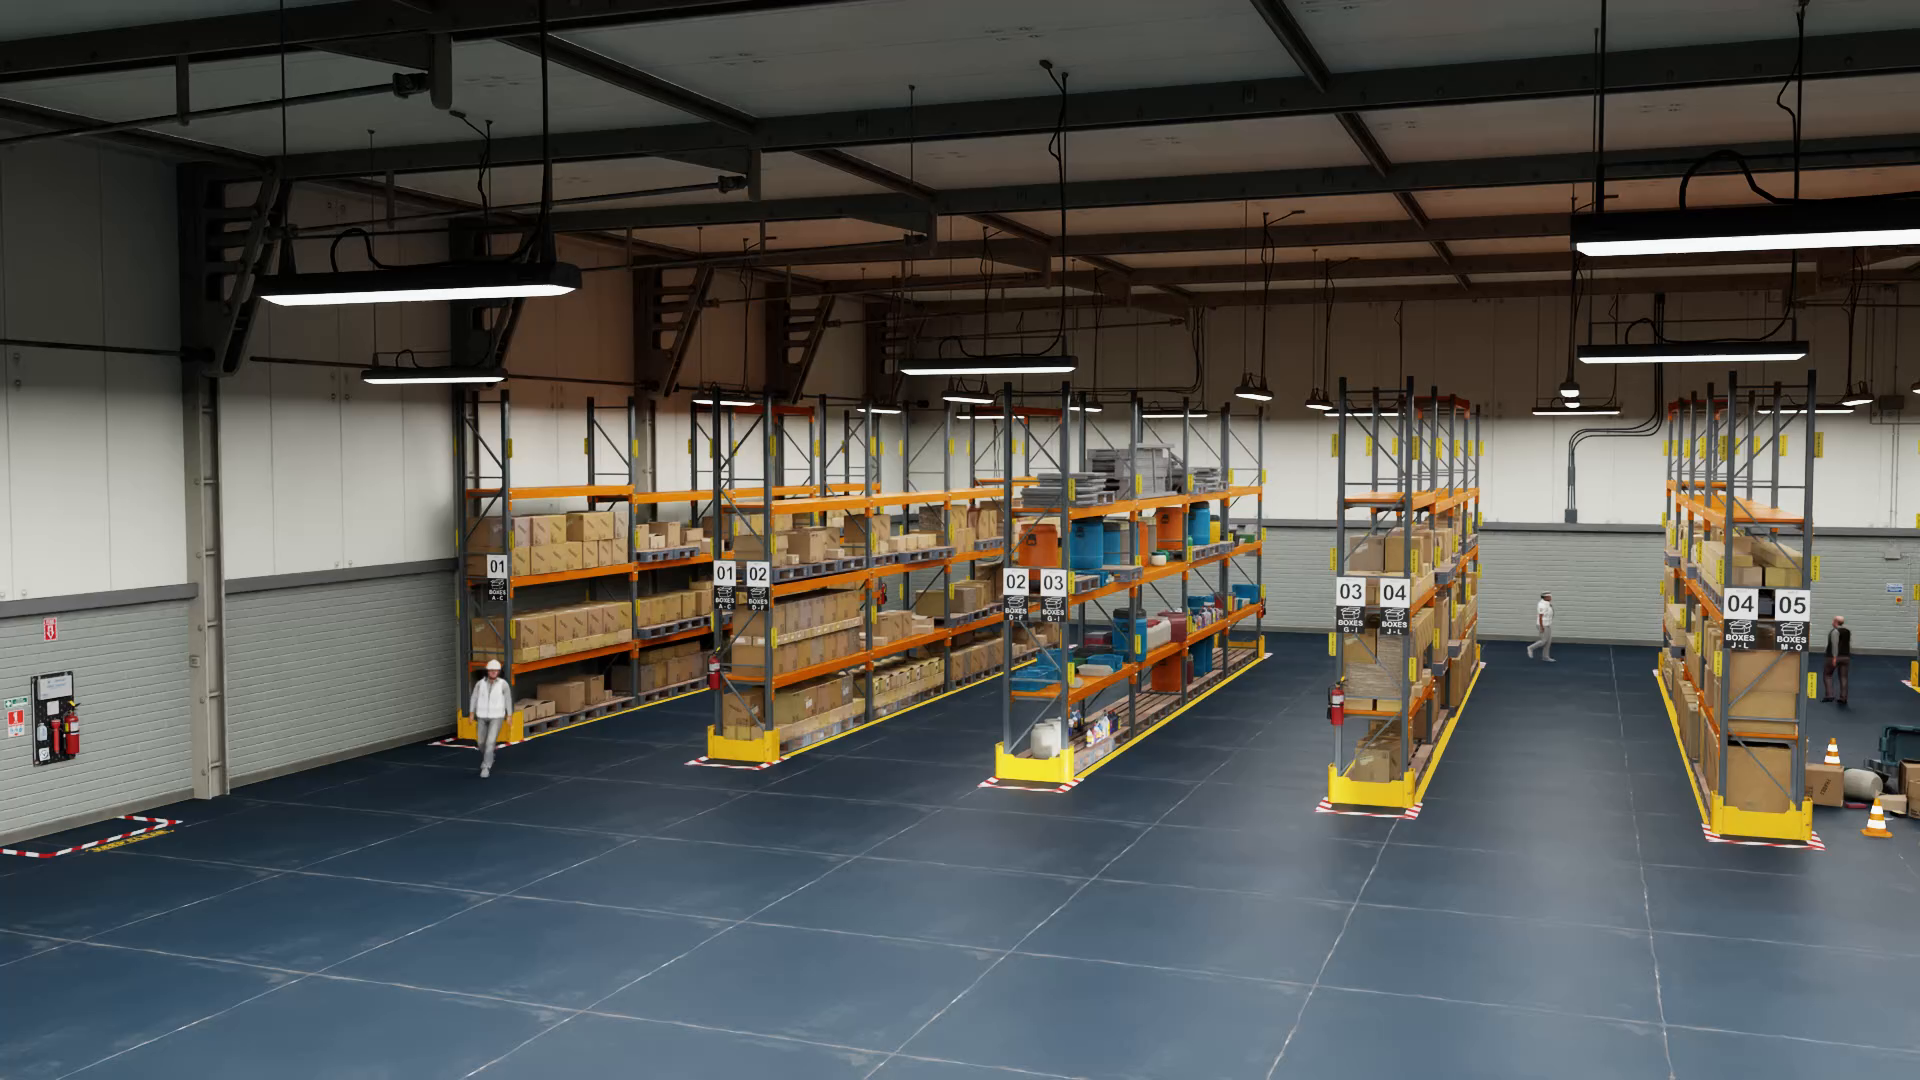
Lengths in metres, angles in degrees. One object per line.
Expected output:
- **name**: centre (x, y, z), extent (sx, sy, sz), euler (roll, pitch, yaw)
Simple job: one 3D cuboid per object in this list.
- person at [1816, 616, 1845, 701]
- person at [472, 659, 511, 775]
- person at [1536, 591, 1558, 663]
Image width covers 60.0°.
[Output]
- **person**: centre (17.277, 2.328, 33.039), extent (0.470, 1.649, 1.038), euler (0, 3, -1)
- **person**: centre (-7.233, 2.720, 25.676), extent (0.614, 1.750, 0.591), euler (-1, 3, -25)
- **person**: centre (13.710, 2.042, 38.901), extent (0.557, 1.708, 0.409), euler (-2, 4, -31)
